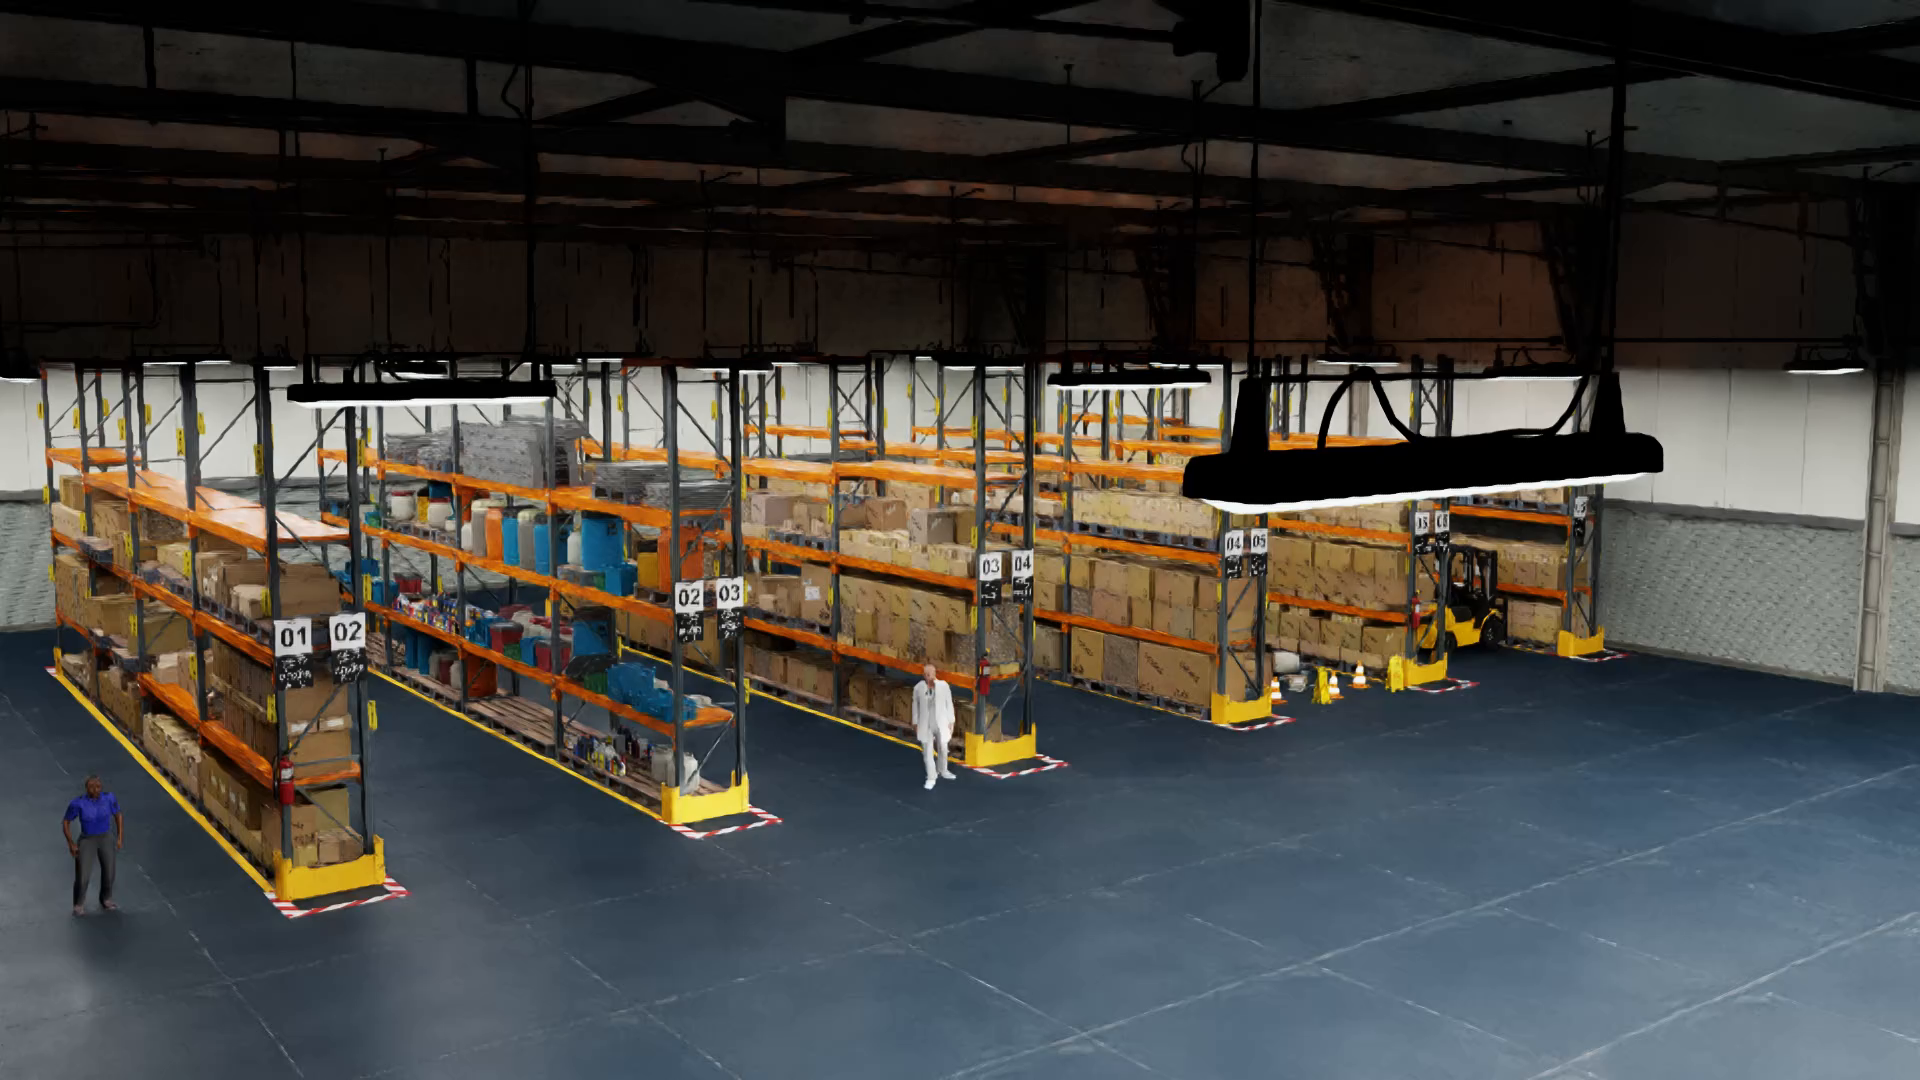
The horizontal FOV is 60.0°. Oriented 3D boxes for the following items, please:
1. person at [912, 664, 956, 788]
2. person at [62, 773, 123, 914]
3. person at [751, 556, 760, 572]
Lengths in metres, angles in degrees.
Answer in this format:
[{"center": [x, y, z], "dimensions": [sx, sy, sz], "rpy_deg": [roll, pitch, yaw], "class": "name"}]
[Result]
[{"center": [-0.375, 2.615, 23.738], "dimensions": [0.620, 1.770, 0.621], "rpy_deg": [0, 7, 1], "class": "person"}, {"center": [-9.579, 3.342, 18.396], "dimensions": [0.593, 1.603, 0.515], "rpy_deg": [-5, 9, -38], "class": "person"}, {"center": [-5.211, 0.263, 43.374], "dimensions": [0.599, 1.745, 0.583], "rpy_deg": [0, 7, 0], "class": "person"}]
